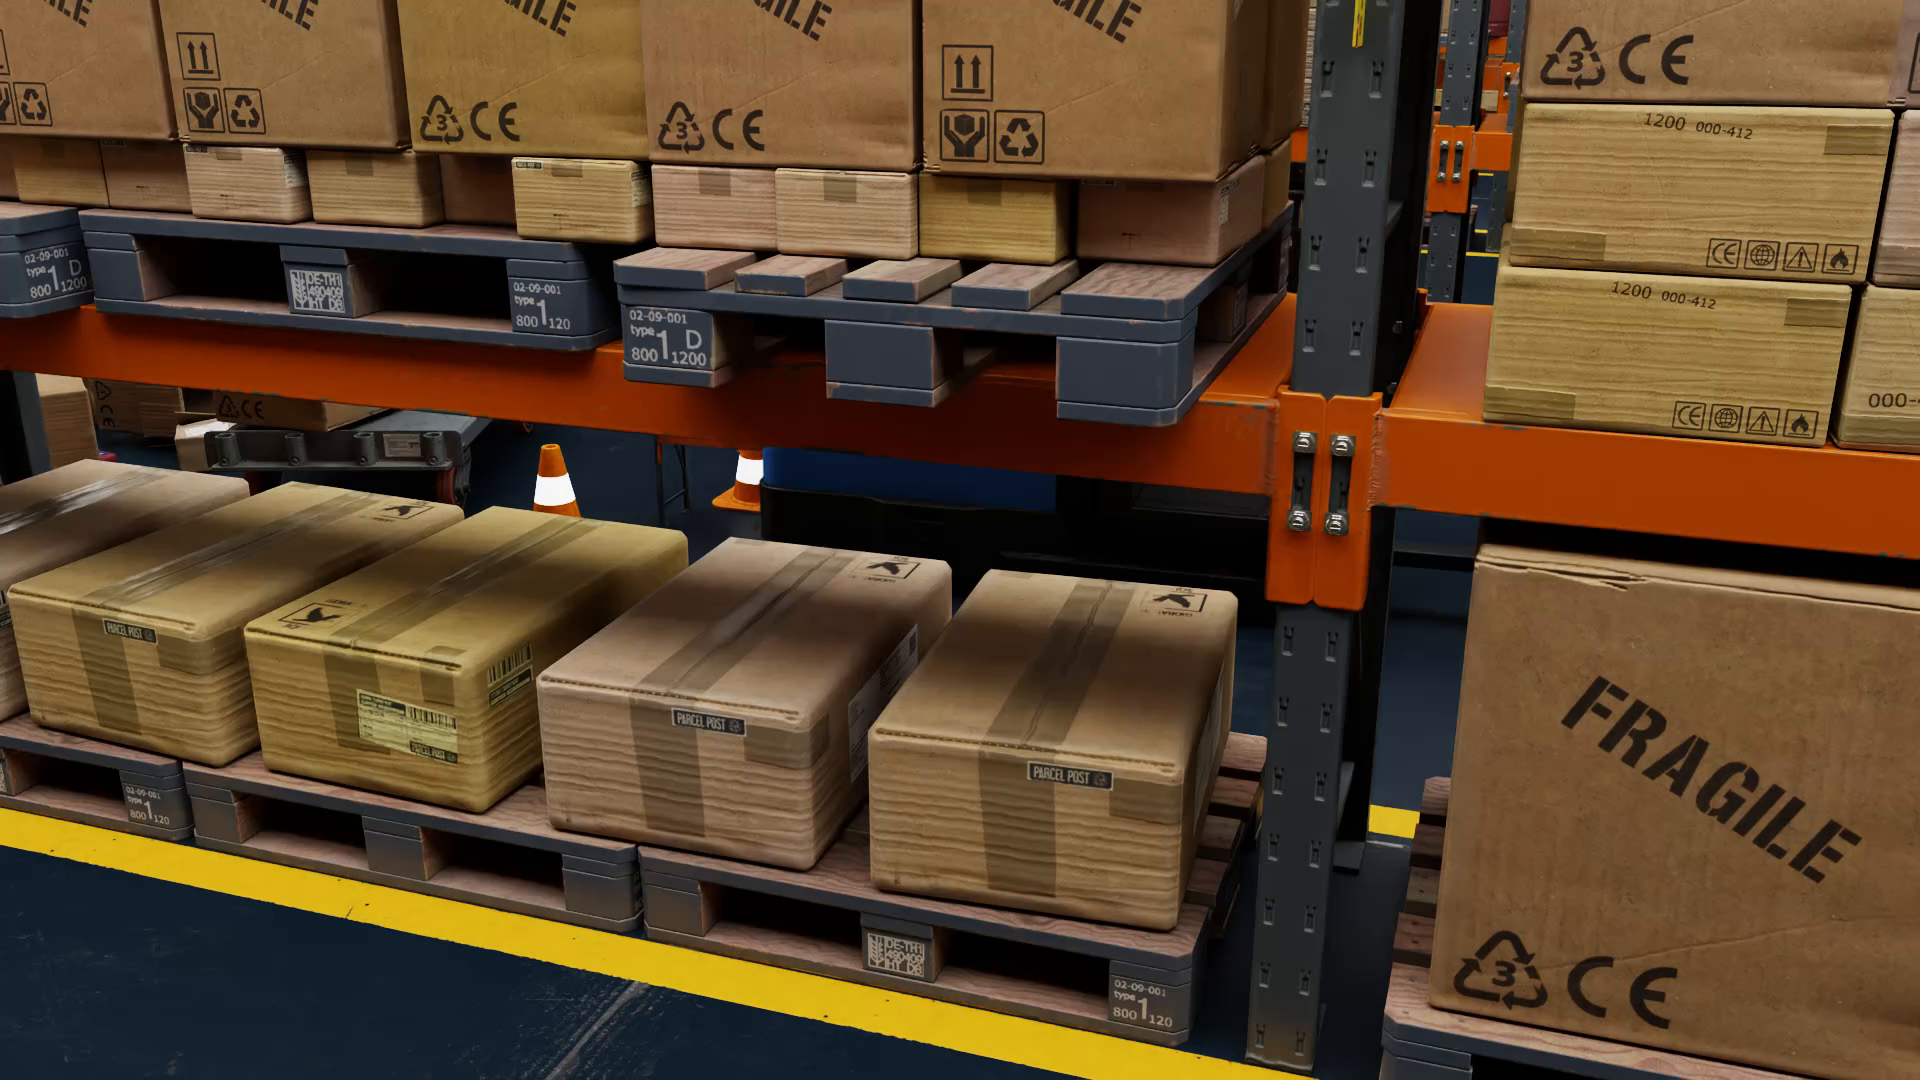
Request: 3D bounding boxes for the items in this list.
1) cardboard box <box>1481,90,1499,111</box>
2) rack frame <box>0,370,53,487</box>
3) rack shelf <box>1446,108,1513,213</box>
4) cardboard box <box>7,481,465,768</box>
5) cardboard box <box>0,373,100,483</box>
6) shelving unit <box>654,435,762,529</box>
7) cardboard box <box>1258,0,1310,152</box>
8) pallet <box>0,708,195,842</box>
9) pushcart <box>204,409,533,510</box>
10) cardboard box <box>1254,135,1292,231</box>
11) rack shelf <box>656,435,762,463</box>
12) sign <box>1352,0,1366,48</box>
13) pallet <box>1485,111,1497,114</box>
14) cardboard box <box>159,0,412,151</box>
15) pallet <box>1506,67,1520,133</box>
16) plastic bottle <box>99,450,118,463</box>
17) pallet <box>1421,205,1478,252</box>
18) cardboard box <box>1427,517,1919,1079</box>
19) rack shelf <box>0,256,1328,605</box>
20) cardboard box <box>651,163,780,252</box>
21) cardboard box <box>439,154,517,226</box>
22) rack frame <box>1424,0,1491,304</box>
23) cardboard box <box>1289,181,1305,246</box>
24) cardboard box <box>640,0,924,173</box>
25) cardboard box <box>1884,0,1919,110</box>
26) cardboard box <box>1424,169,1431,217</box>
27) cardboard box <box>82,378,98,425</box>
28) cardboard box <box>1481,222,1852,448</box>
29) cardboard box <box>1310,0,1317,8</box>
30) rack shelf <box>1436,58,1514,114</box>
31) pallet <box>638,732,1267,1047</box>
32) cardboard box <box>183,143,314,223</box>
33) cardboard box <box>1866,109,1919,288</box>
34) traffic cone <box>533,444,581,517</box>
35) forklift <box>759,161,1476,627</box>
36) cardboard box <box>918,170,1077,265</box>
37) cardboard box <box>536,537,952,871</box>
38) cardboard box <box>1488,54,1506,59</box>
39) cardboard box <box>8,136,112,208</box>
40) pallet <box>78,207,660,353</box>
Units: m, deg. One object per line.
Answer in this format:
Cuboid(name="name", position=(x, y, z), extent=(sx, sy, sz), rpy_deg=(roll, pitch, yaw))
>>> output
Cuboid(name="cardboard box", position=(6.700, -5.602, 21.130), extent=(0.500, 0.250, 0.500), rpy_deg=(7, 20, 19))
Cuboid(name="rack frame", position=(-3.008, -0.992, 4.366), extent=(0.127, 3.000, 1.000), rpy_deg=(7, 20, 18))
Cuboid(name="rack shelf", position=(4.189, -1.555, 7.072), extent=(4.000, 0.370, 1.077), rpy_deg=(7, 20, 18))
Cuboid(name="cardboard box", position=(-1.831, 0.183, 4.350), extent=(0.625, 0.372, 0.950), rpy_deg=(8, 21, 21))
Cuboid(name="cardboard box", position=(-3.573, -0.352, 6.323), extent=(0.500, 0.500, 0.500), rpy_deg=(-11, 22, -29))
Cuboid(name="shelving unit", position=(-0.845, -0.623, 6.041), extent=(0.503, 1.200, 0.258), rpy_deg=(5, 20, 15))
Cuboid(name="cardboard box", position=(0.422, -1.067, 3.338), extent=(0.500, 0.500, 0.500), rpy_deg=(6, 20, 17))
Cuboid(name="pallet", position=(-2.272, 0.408, 4.585), extent=(1.213, 0.211, 1.003), rpy_deg=(7, 20, 18))
Cuboid(name="pushcart", position=(-2.307, -0.469, 6.847), extent=(0.936, 0.377, 1.648), rpy_deg=(0, 19, -1))
Cuboid(name="cardboard box", position=(0.525, -0.733, 3.366), extent=(0.250, 0.149, 0.380), rpy_deg=(5, 20, 15))
Cuboid(name="rack shelf", position=(-0.845, -0.372, 6.128), extent=(0.480, 0.148, 0.258), rpy_deg=(5, 20, 15))
Cuboid(name="sign", position=(0.601, -0.900, 2.462), extent=(0.005, 0.325, 0.100), rpy_deg=(7, 20, 18))
Cuboid(name="pallet", position=(6.512, -5.506, 21.550), extent=(1.213, 0.211, 1.003), rpy_deg=(7, 20, 18))
Cuboid(name="cardboard box", position=(-1.234, -1.075, 3.361), extent=(0.500, 0.500, 0.500), rpy_deg=(6, 20, 16))
Cuboid(name="pallet", position=(3.008, -1.976, 7.479), extent=(1.003, 0.211, 1.213), rpy_deg=(7, 20, 18))
Cuboid(name="plastic bottle", position=(-3.611, -0.327, 6.923), extent=(0.283, 0.061, 0.133), rpy_deg=(10, 22, 27))
Cuboid(name="pallet", position=(3.285, -2.410, 12.669), extent=(1.213, 0.211, 1.003), rpy_deg=(7, 20, 18))
Cuboid(name="cardboard box", position=(1.396, 0.345, 3.119), extent=(0.875, 0.875, 0.875), rpy_deg=(6, 20, 18))
Cuboid(name="rack shelf", position=(-1.119, -0.437, 3.865), extent=(4.000, 0.370, 1.077), rpy_deg=(7, 20, 18))
Cuboid(name="cardboard box", position=(-0.381, -0.652, 3.132), extent=(0.250, 0.149, 0.380), rpy_deg=(6, 20, 15))
Cuboid(name="cardboard box", position=(-0.842, -0.743, 3.396), extent=(0.250, 0.149, 0.380), rpy_deg=(7, 20, 18))
Cuboid(name="rack frame", position=(2.300, -2.110, 7.573), extent=(0.127, 3.000, 1.000), rpy_deg=(7, 20, 18))
Cuboid(name="cardboard box", position=(1.754, -1.340, 8.144), extent=(0.750, 0.750, 1.050), rpy_deg=(6, 20, 17))
Cuboid(name="cardboard box", position=(-0.242, -0.961, 3.036), extent=(0.500, 0.500, 0.500), rpy_deg=(6, 20, 17))
Cuboid(name="cardboard box", position=(1.628, -0.900, 2.430), extent=(0.500, 0.500, 0.500), rpy_deg=(7, 20, 18))
Cuboid(name="cardboard box", position=(3.383, -2.735, 12.495), extent=(0.500, 0.500, 0.700), rpy_deg=(5, 20, 15))
Cuboid(name="cardboard box", position=(-4.296, -0.843, 7.731), extent=(0.637, 0.503, 0.797), rpy_deg=(-7, 20, -20))
Cuboid(name="cardboard box", position=(1.150, -0.358, 2.775), extent=(0.500, 0.250, 0.500), rpy_deg=(6, 20, 17))
Cuboid(name="cardboard box", position=(1.879, -2.681, 7.540), extent=(0.500, 0.500, 0.700), rpy_deg=(6, 20, 18))
Cuboid(name="rack shelf", position=(2.134, -3.518, 12.704), extent=(4.000, 0.370, 1.077), rpy_deg=(7, 20, 18))
Cuboid(name="pallet", position=(0.033, 0.671, 3.829), extent=(1.213, 0.211, 1.003), rpy_deg=(7, 20, 18))
Cuboid(name="cardboard box", position=(-1.367, -0.765, 3.457), extent=(0.250, 0.149, 0.380), rpy_deg=(7, 21, 20))
Cuboid(name="cardboard box", position=(1.656, -0.538, 2.531), extent=(0.500, 0.250, 0.500), rpy_deg=(7, 20, 19))
Cuboid(name="traffic cone", position=(-1.377, -0.096, 5.648), extent=(0.334, 0.463, 0.336), rpy_deg=(7, 20, 18))
Cuboid(name="forklift", position=(0.885, -1.301, 5.355), extent=(3.031, 2.935, 1.130), rpy_deg=(5, 20, 15))
Cuboid(name="cardboard box", position=(0.107, -0.609, 3.009), extent=(0.250, 0.149, 0.380), rpy_deg=(7, 20, 19))
Cuboid(name="cardboard box", position=(-0.459, 0.341, 3.896), extent=(0.625, 0.372, 0.950), rpy_deg=(6, 20, 17))
Cuboid(name="cardboard box", position=(8.202, -7.351, 25.737), extent=(0.500, 0.500, 0.700), rpy_deg=(7, 20, 19))
Cuboid(name="cardboard box", position=(-1.834, -0.837, 3.663), extent=(0.250, 0.149, 0.380), rpy_deg=(7, 20, 19))
Cuboid(name="pallet", position=(-1.113, -0.671, 3.735), extent=(1.213, 0.211, 1.003), rpy_deg=(7, 20, 18))
